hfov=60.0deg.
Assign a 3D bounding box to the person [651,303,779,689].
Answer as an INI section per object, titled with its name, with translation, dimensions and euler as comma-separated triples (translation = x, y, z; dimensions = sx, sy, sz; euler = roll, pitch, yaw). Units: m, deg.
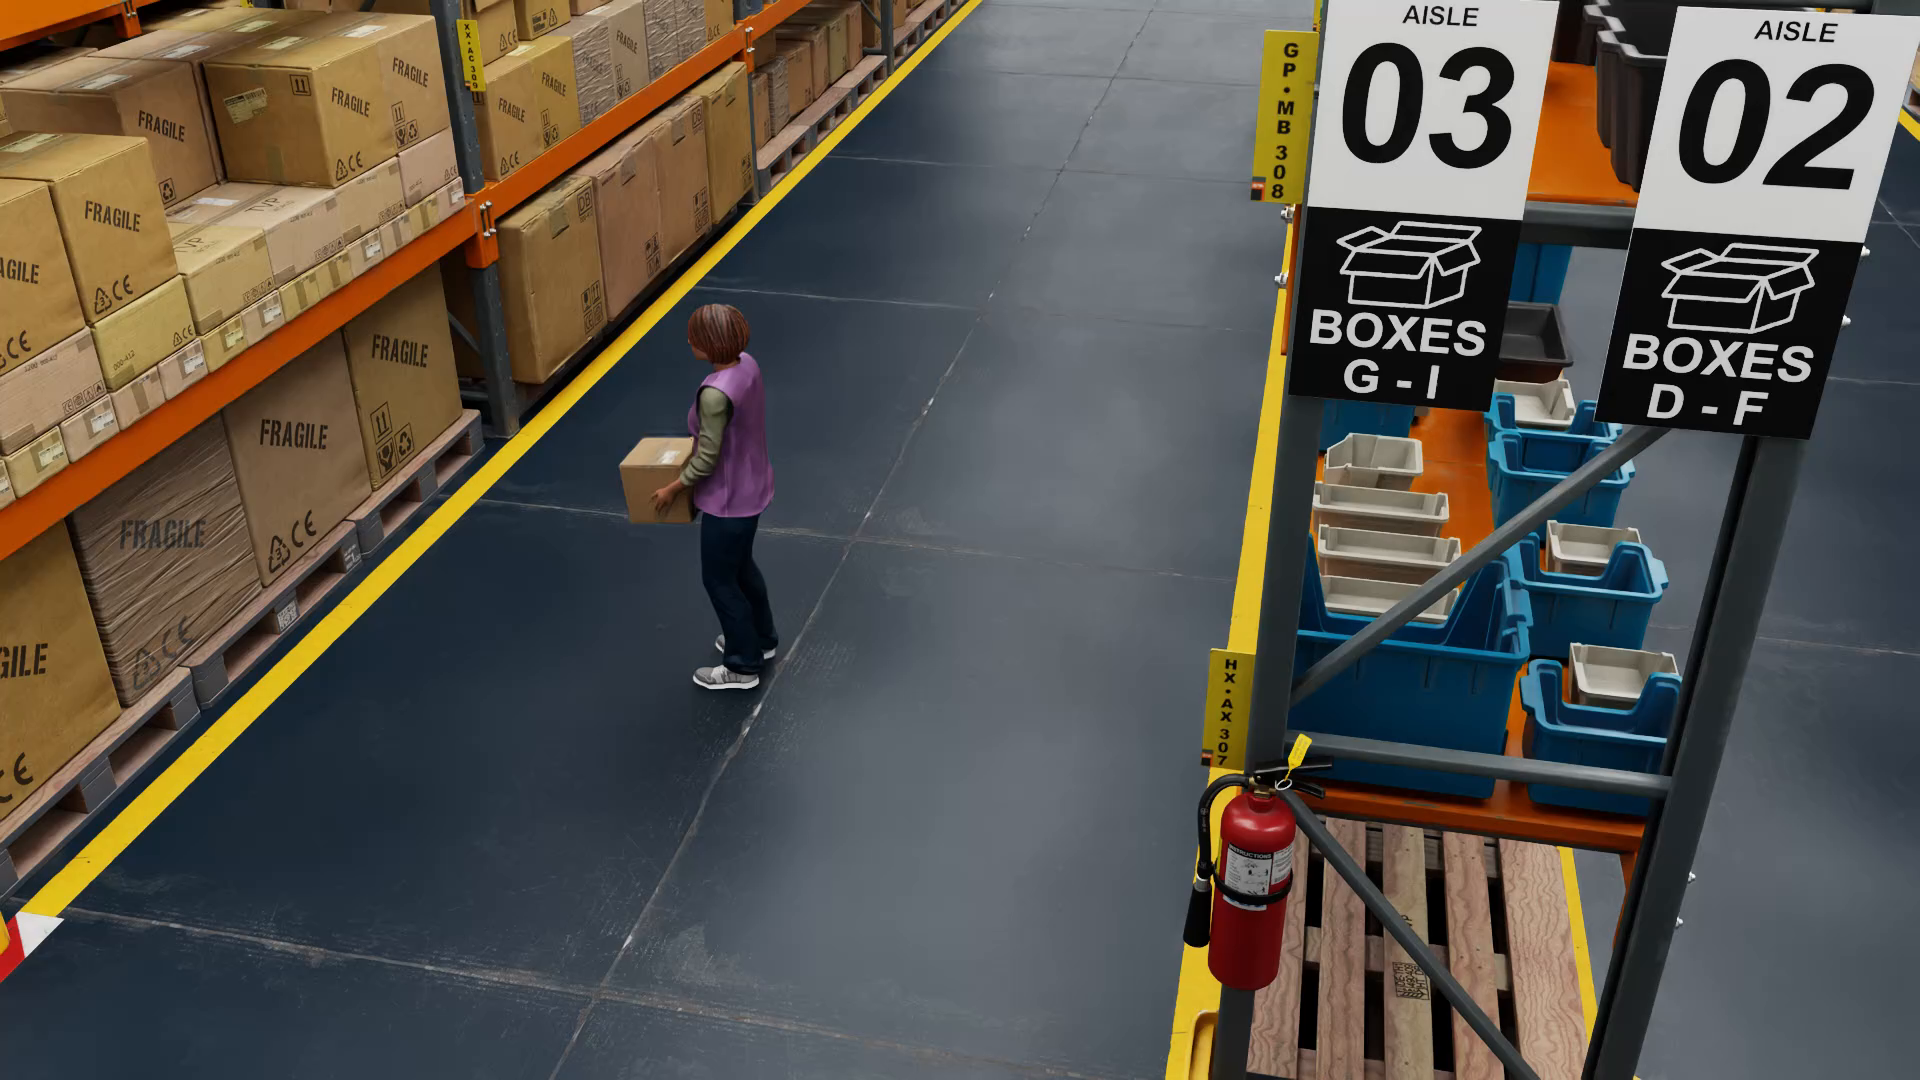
[person]
translation = -0.940, -0.164, 6.420
dimensions = 0.436, 1.603, 0.443
euler = 6, 30, 10
